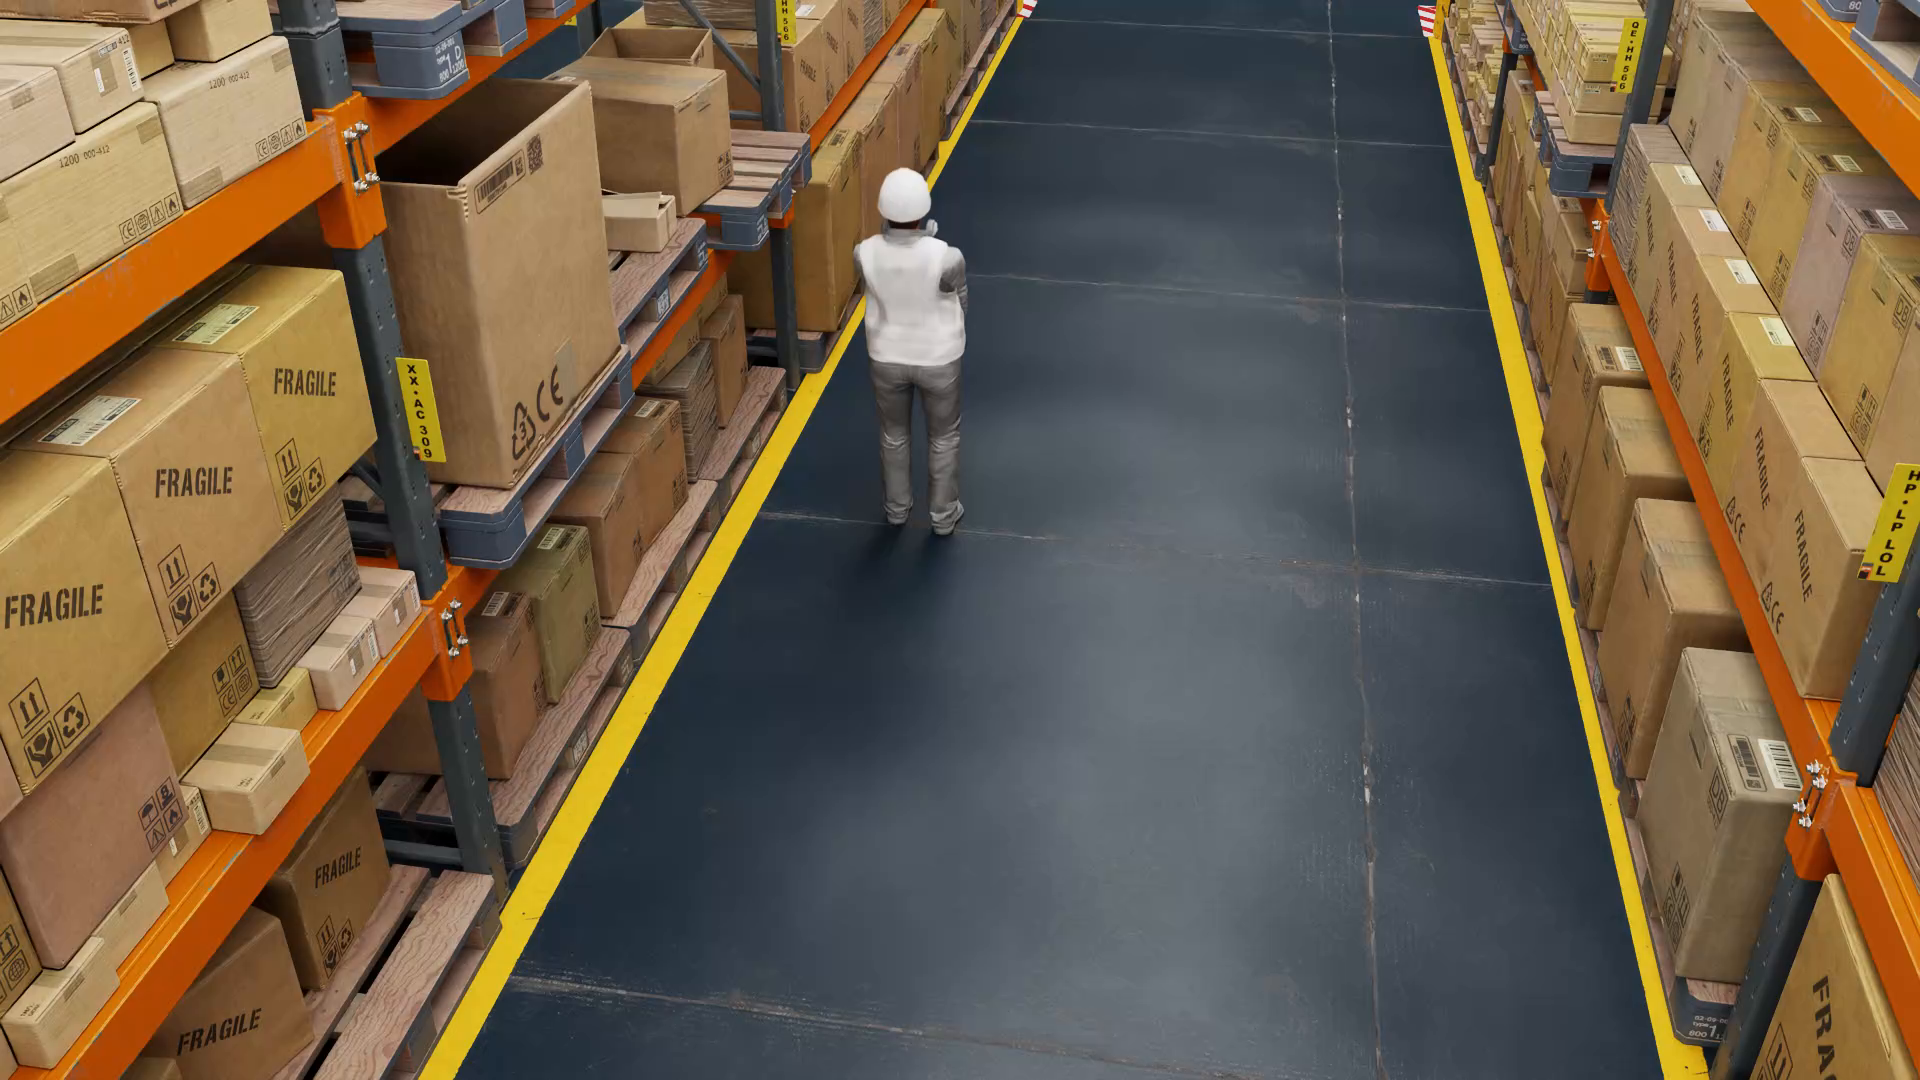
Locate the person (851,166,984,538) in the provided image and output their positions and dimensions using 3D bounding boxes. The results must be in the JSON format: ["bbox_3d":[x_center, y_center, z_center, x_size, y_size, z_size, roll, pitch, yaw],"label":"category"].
[{"bbox_3d":[-0.183,-0.852,7.461,0.518,1.776,0.521,22,38,30],"label":"person"}]
